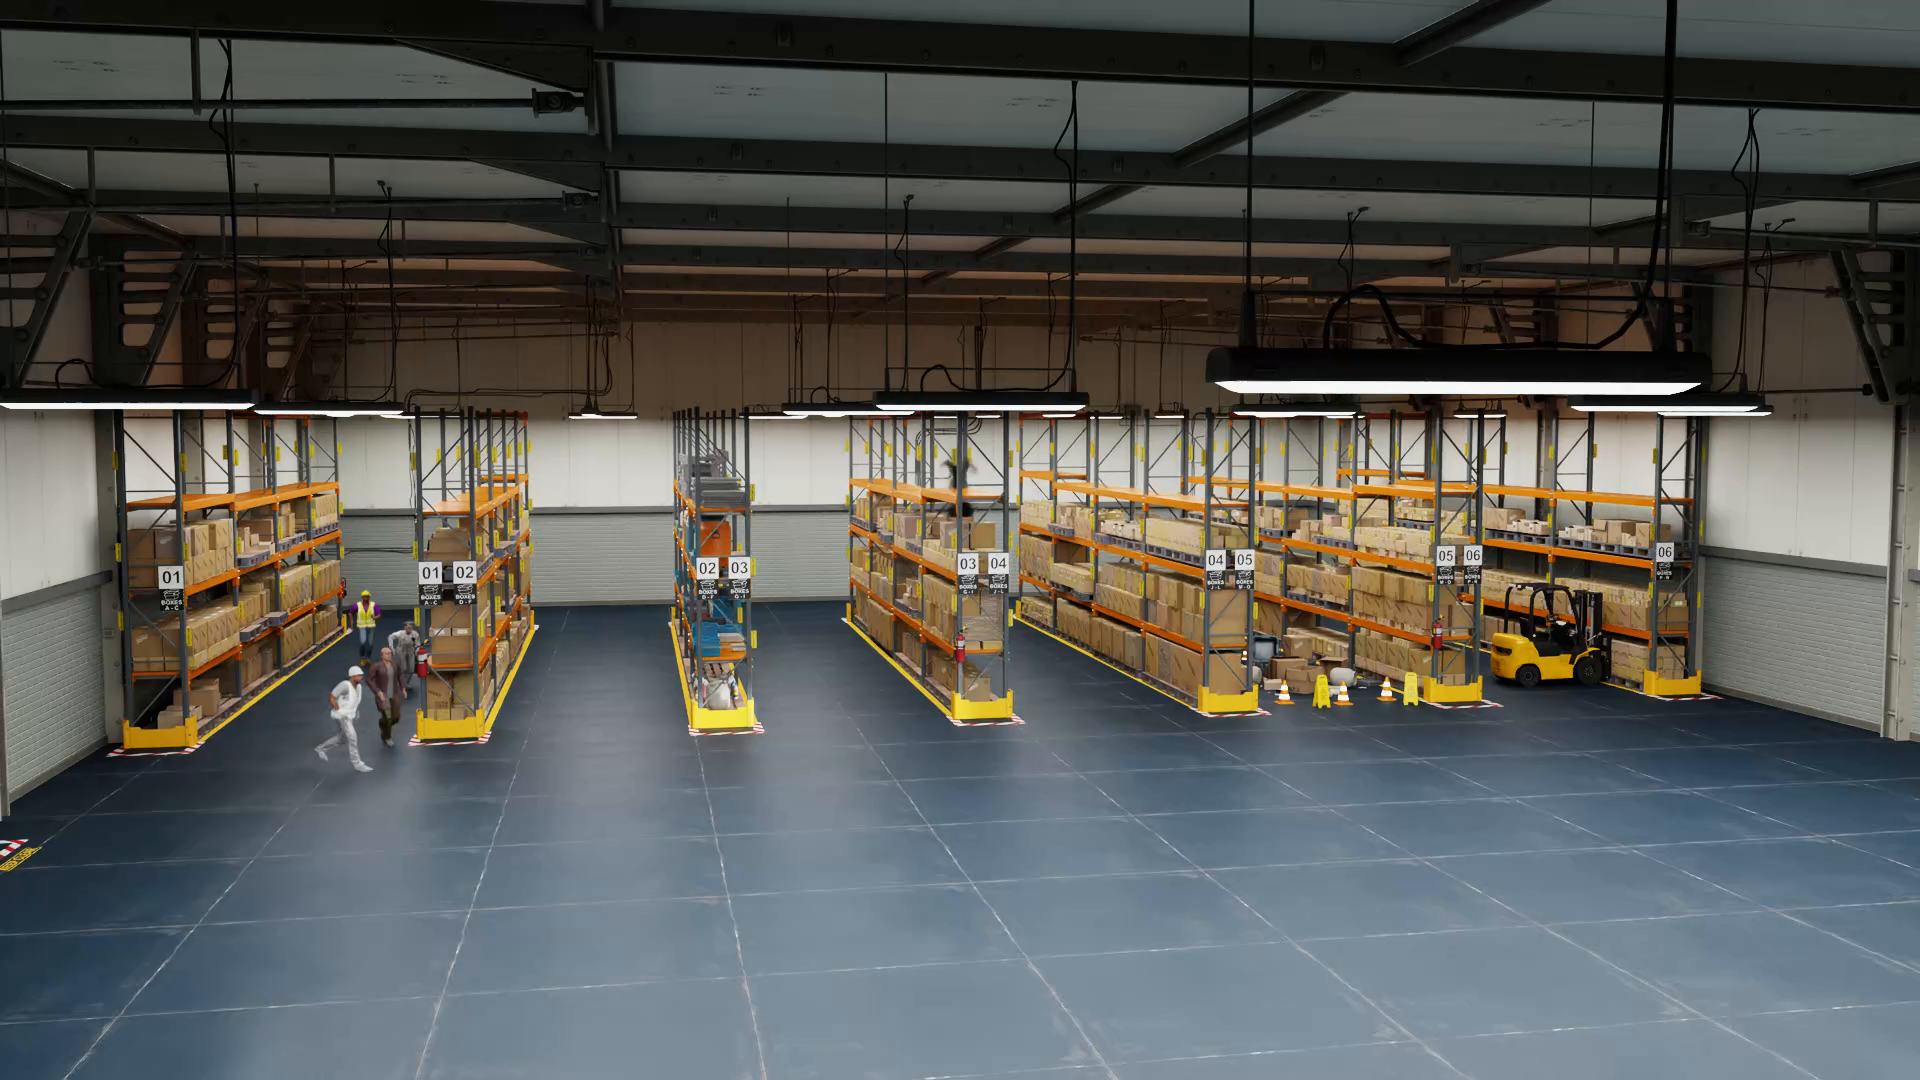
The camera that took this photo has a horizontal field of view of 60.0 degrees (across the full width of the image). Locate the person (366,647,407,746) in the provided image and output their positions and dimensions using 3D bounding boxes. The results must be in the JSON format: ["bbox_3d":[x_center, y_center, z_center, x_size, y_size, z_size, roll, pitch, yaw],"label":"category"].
[{"bbox_3d":[-10.208,2.762,29.510,0.672,1.739,0.741,3,5,41],"label":"person"}]

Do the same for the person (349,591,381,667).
[{"bbox_3d":[-13.916,2.076,38.943,0.684,1.789,0.718,-2,5,-26],"label":"person"}]

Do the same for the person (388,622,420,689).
[{"bbox_3d":[-11.843,2.466,35.463,0.647,1.492,0.751,-2,5,-26],"label":"person"}]

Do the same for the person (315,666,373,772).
[{"bbox_3d":[-10.148,2.922,27.250,1.045,1.731,0.668,1,4,15],"label":"person"}]
